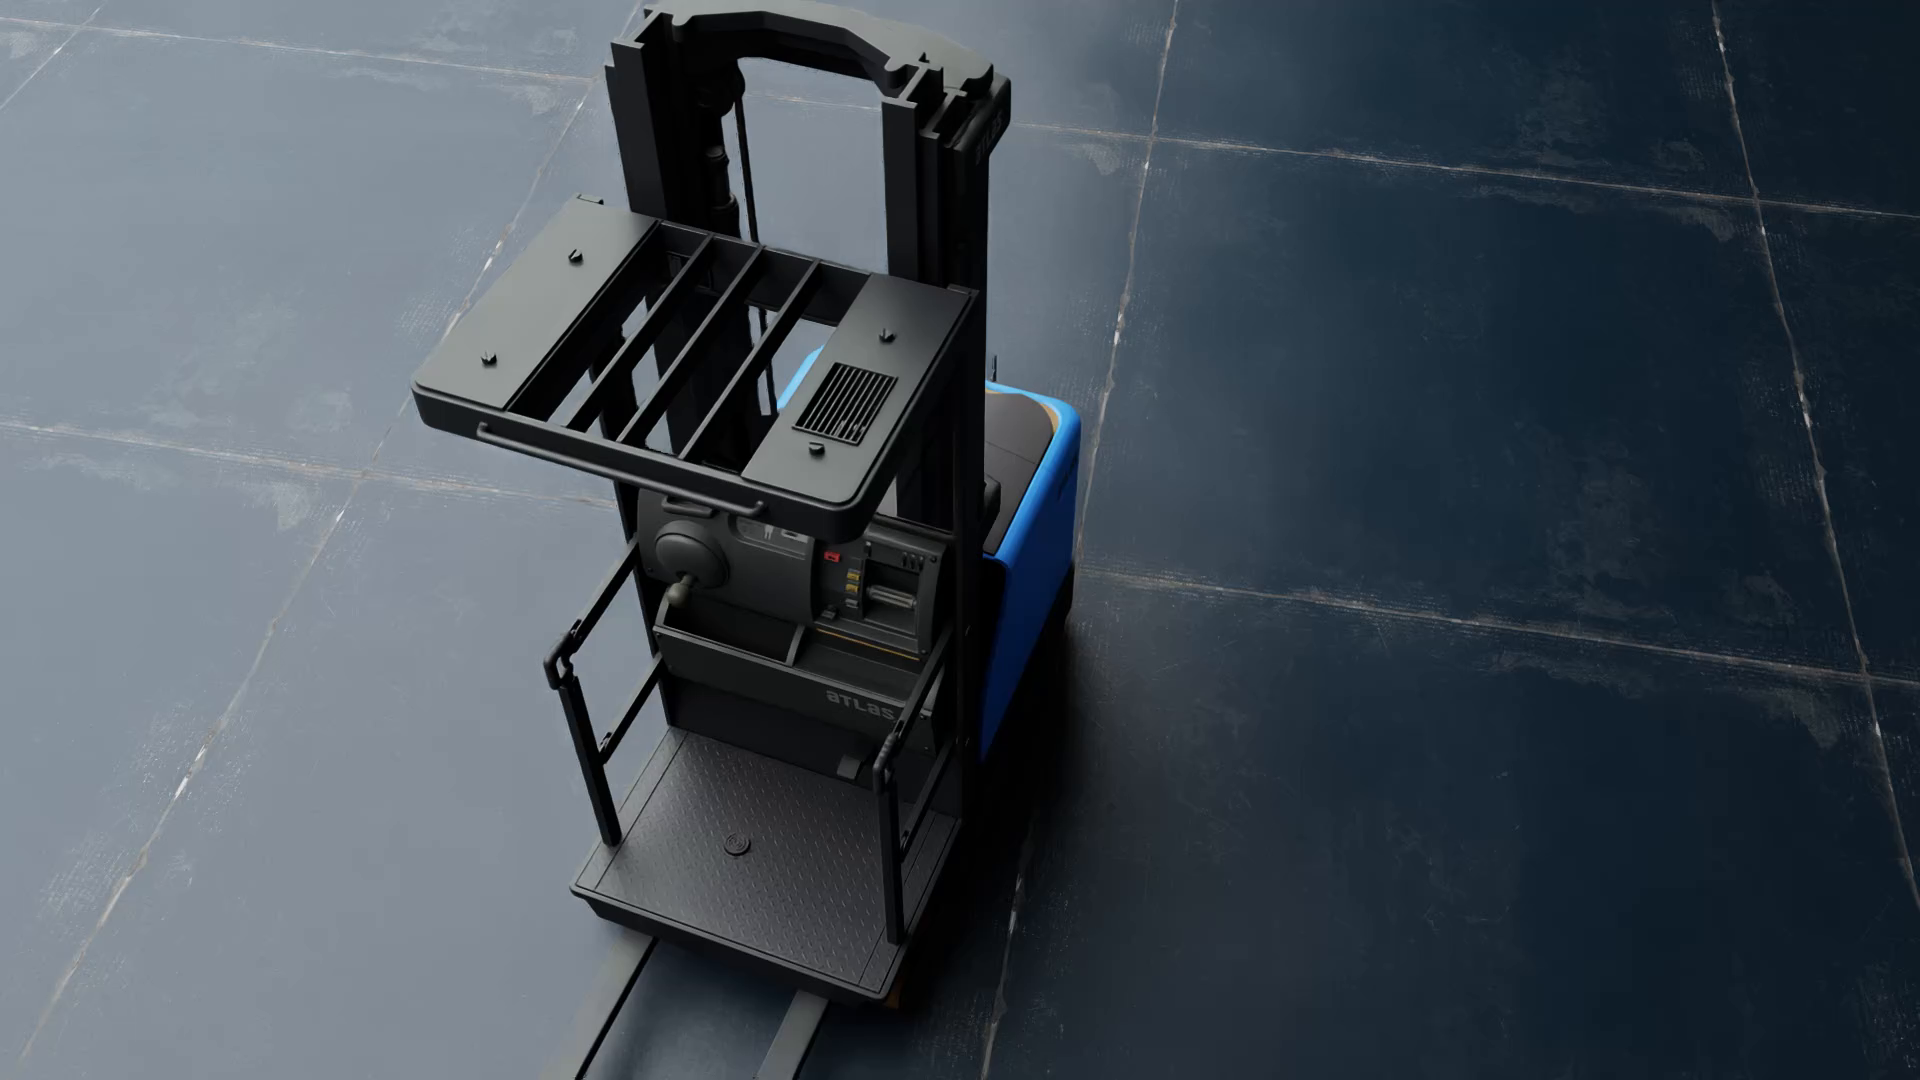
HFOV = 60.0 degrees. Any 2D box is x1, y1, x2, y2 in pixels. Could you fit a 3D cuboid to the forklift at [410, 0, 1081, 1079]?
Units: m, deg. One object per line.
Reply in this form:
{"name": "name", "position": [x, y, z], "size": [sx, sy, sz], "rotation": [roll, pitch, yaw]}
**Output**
{"name": "forklift", "position": [-0.567, 0.171, 4.598], "size": [1.130, 2.935, 3.031], "rotation": [16, 50, 14]}

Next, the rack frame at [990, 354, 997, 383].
{"name": "rack frame", "position": [0.104, -0.298, 6.385], "size": [0.006, 0.900, 0.240], "rotation": [11, 49, 9]}

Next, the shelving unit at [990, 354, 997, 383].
{"name": "shelving unit", "position": [0.006, -0.316, 6.401], "size": [0.210, 0.900, 0.258], "rotation": [11, 49, 9]}
